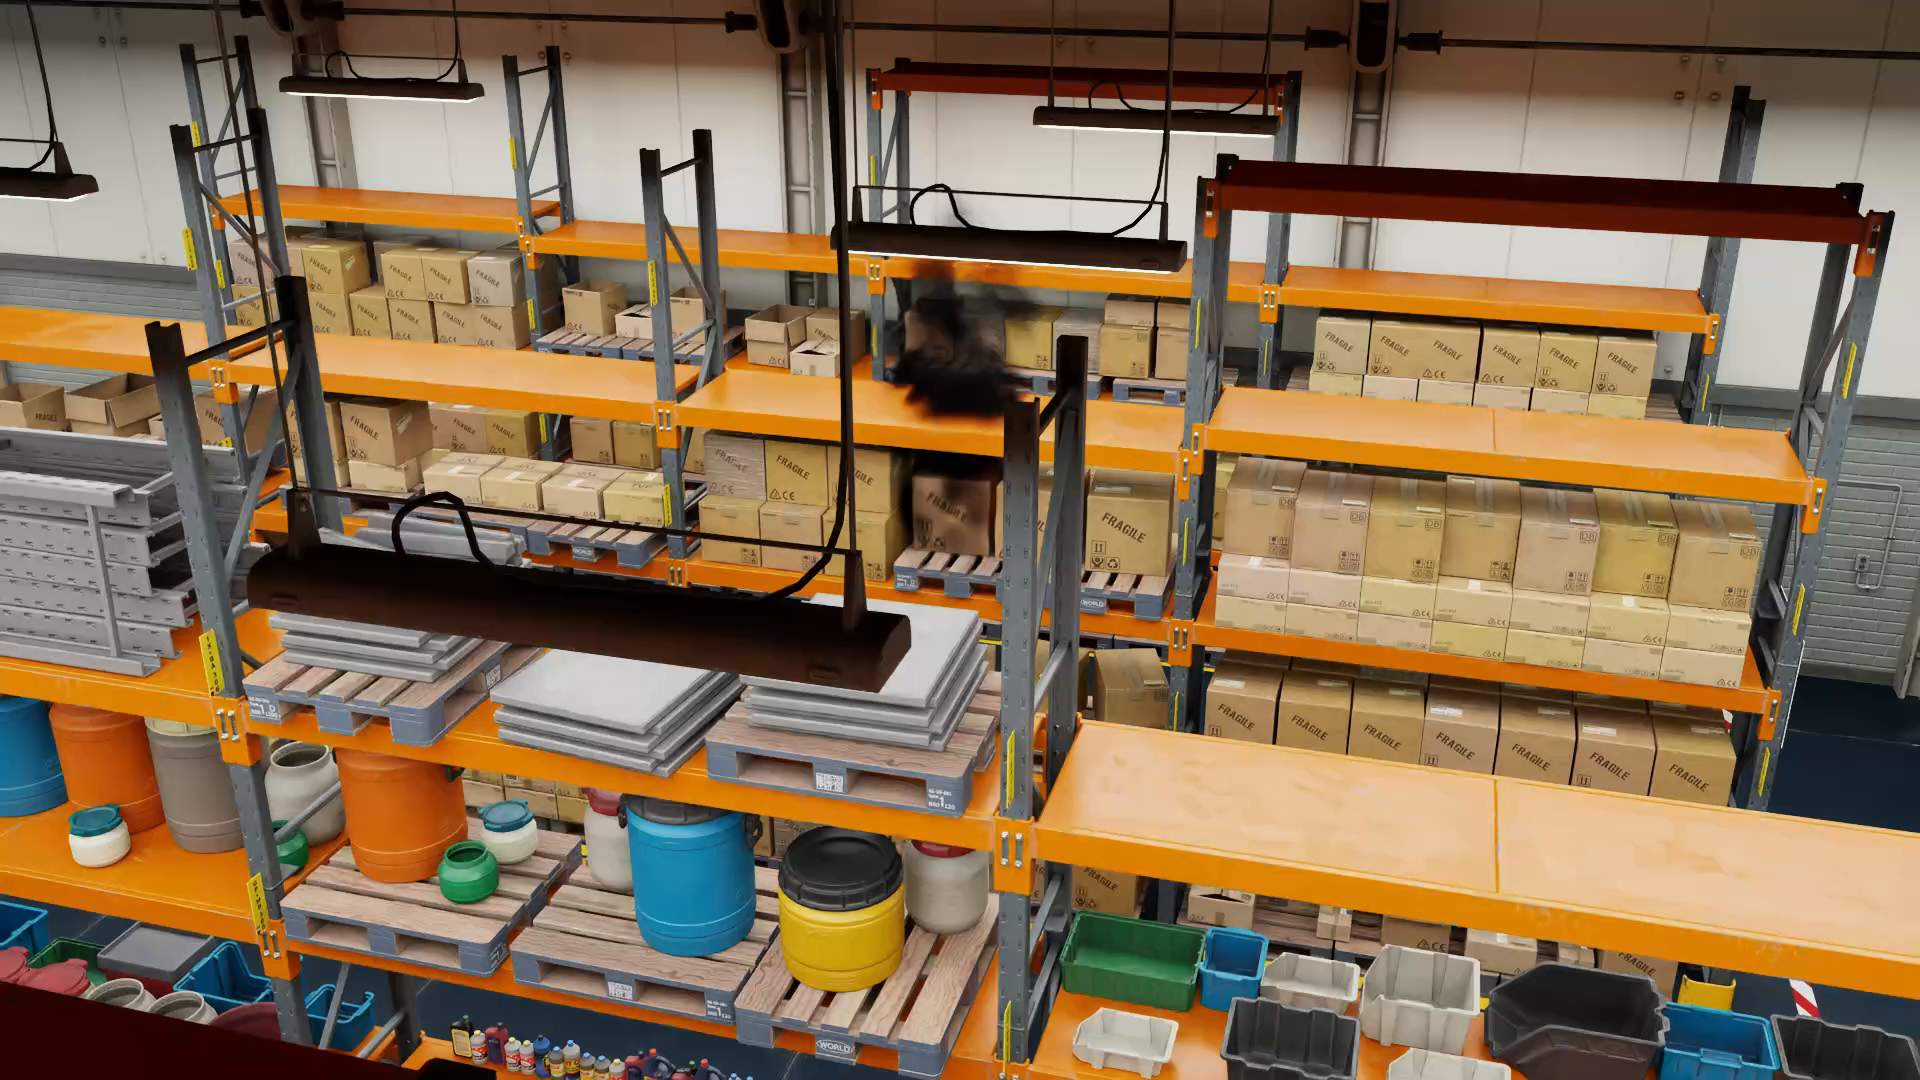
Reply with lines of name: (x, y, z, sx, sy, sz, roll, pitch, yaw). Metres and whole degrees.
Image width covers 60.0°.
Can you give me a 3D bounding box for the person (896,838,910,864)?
person: (-0.168, 2.658, 11.618, 0.996, 1.665, 0.669, 6, 23, 13)
